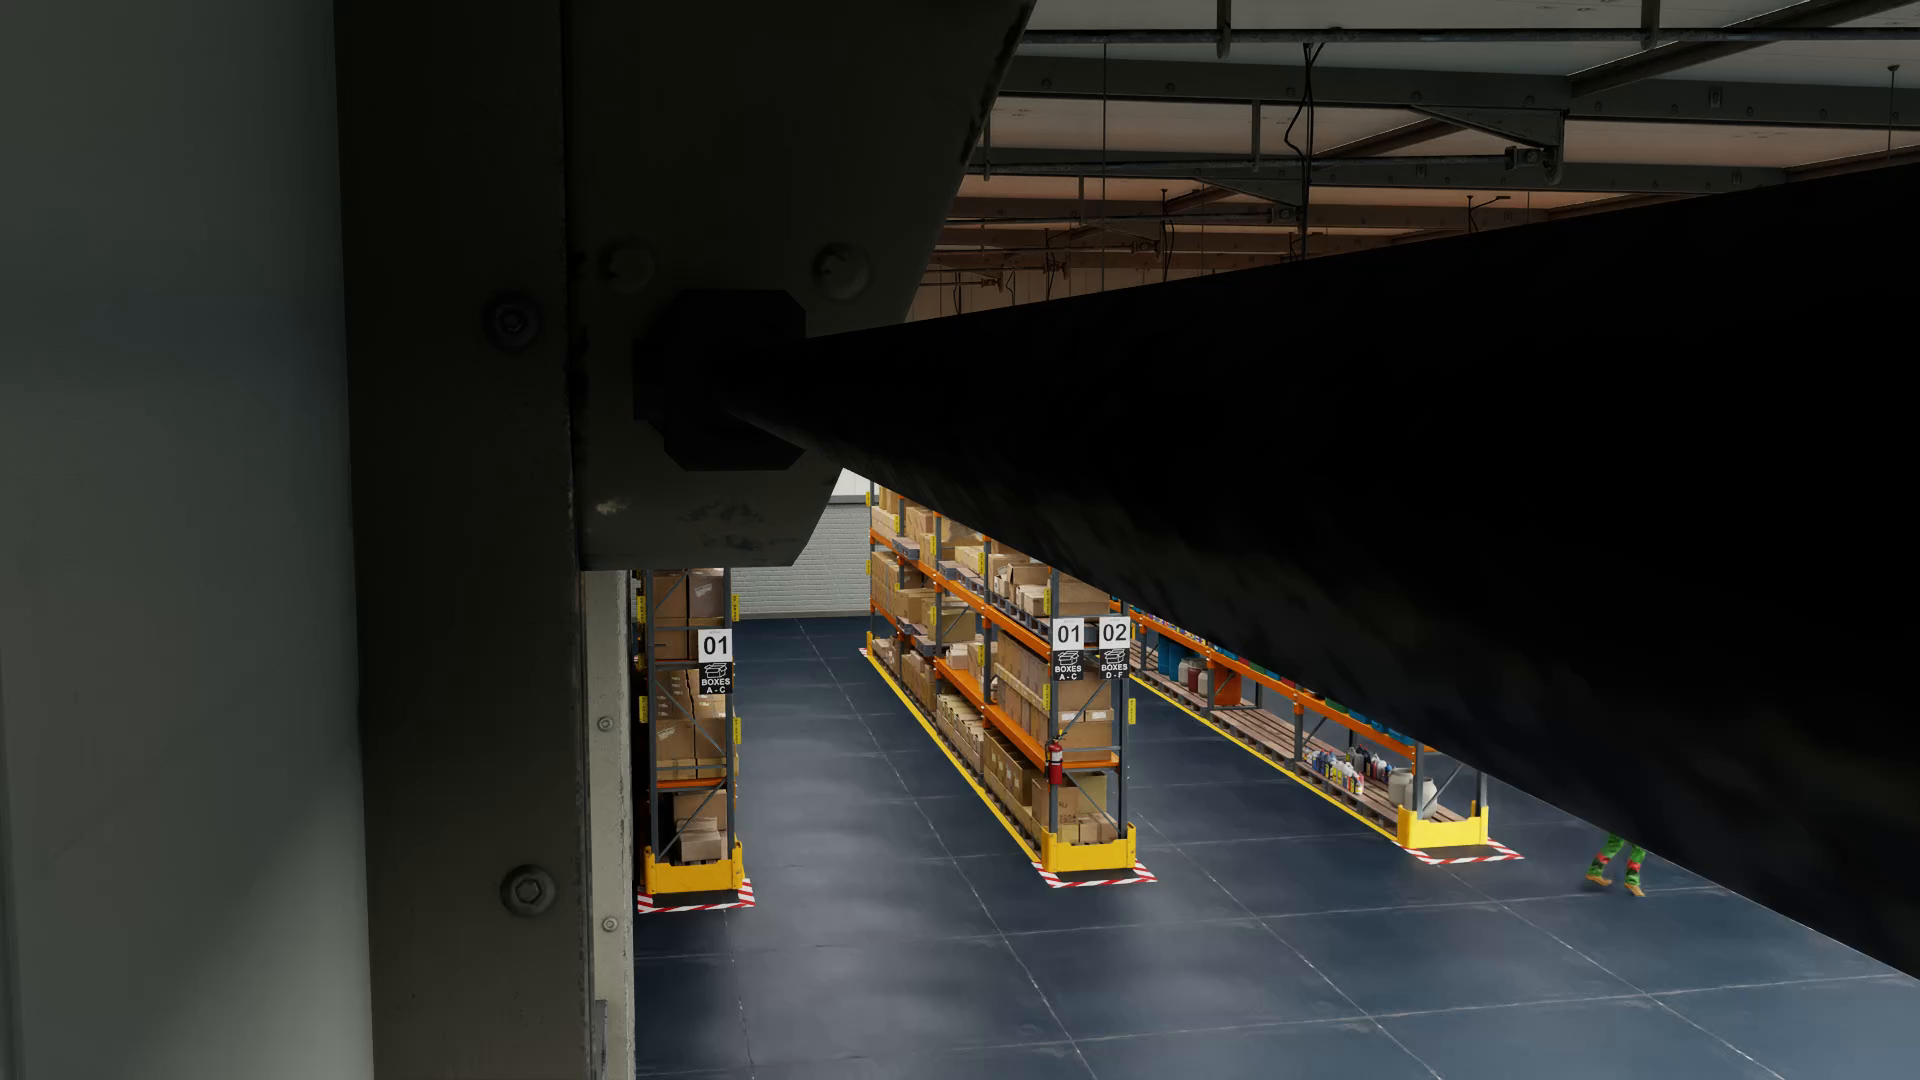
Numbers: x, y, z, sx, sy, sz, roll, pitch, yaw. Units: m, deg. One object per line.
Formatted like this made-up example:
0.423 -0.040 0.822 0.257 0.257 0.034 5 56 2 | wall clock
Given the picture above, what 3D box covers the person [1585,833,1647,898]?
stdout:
7.984 3.365 20.029 0.787 1.844 0.636 2 6 22 | person
